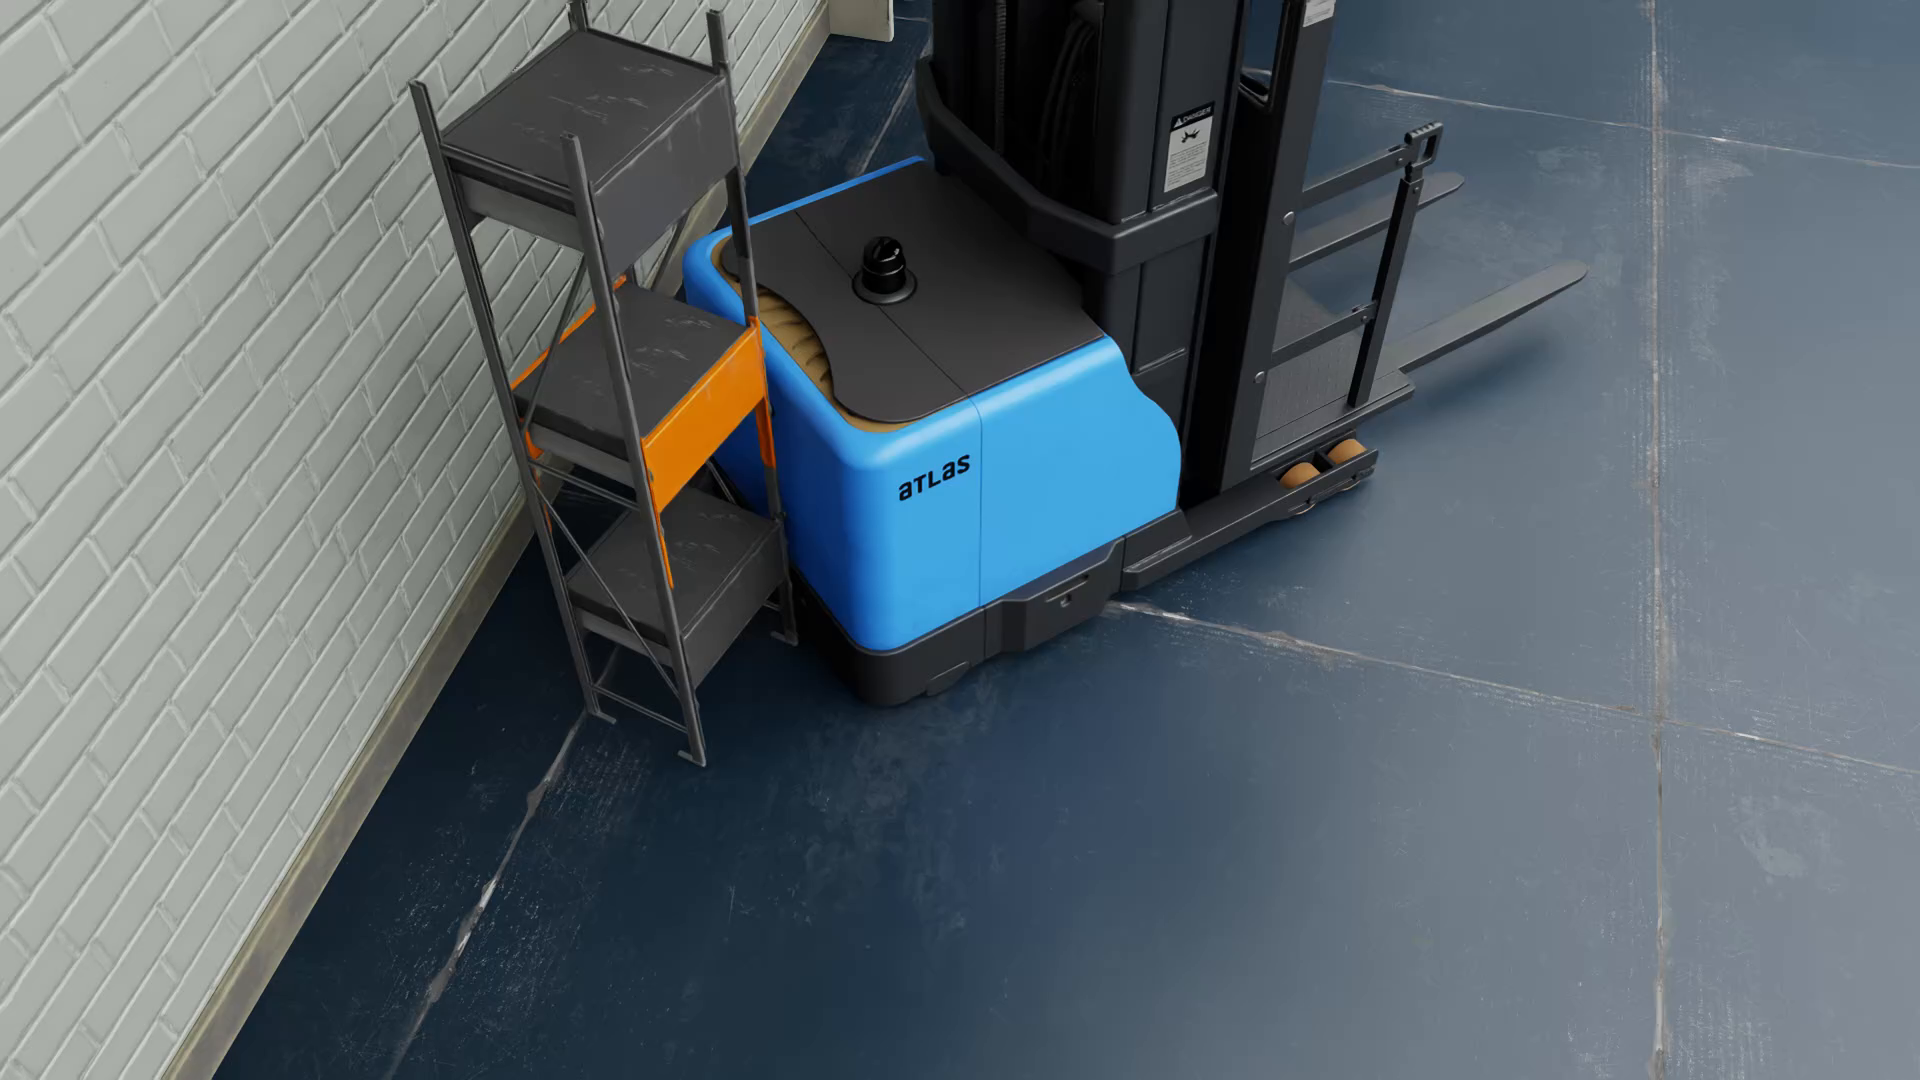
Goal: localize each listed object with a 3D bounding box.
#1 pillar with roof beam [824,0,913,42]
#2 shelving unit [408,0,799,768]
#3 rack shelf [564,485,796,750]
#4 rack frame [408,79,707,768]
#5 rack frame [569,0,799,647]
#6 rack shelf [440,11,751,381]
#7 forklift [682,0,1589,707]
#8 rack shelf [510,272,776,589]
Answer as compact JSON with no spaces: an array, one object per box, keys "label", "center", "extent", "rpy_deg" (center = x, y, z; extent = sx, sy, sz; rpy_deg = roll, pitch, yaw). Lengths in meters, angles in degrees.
[{"label":"pillar with roof beam","center":[3.758,-4.439,3.166],"extent":[9.100,9.000,0.400],"rpy_deg":[12,50,10]},{"label":"shelving unit","center":[-0.779,-0.290,4.105],"extent":[0.431,2.100,0.503],"rpy_deg":[22,52,18]},{"label":"rack shelf","center":[-0.779,0.183,4.640],"extent":[0.431,0.518,0.480],"rpy_deg":[22,52,18]},{"label":"rack frame","center":[-0.894,-0.128,3.963],"extent":[0.400,2.100,0.015],"rpy_deg":[22,52,18]},{"label":"rack frame","center":[-0.663,-0.451,4.247],"extent":[0.400,2.100,0.015],"rpy_deg":[22,52,18]},{"label":"rack shelf","center":[-0.779,-0.744,3.590],"extent":[0.431,0.518,0.480],"rpy_deg":[22,52,18]},{"label":"forklift","center":[0.740,-1.362,4.497],"extent":[3.031,2.935,1.130],"rpy_deg":[-26,53,-21]},{"label":"rack shelf","center":[-0.779,-0.281,4.115],"extent":[0.431,0.518,0.480],"rpy_deg":[22,52,18]}]
